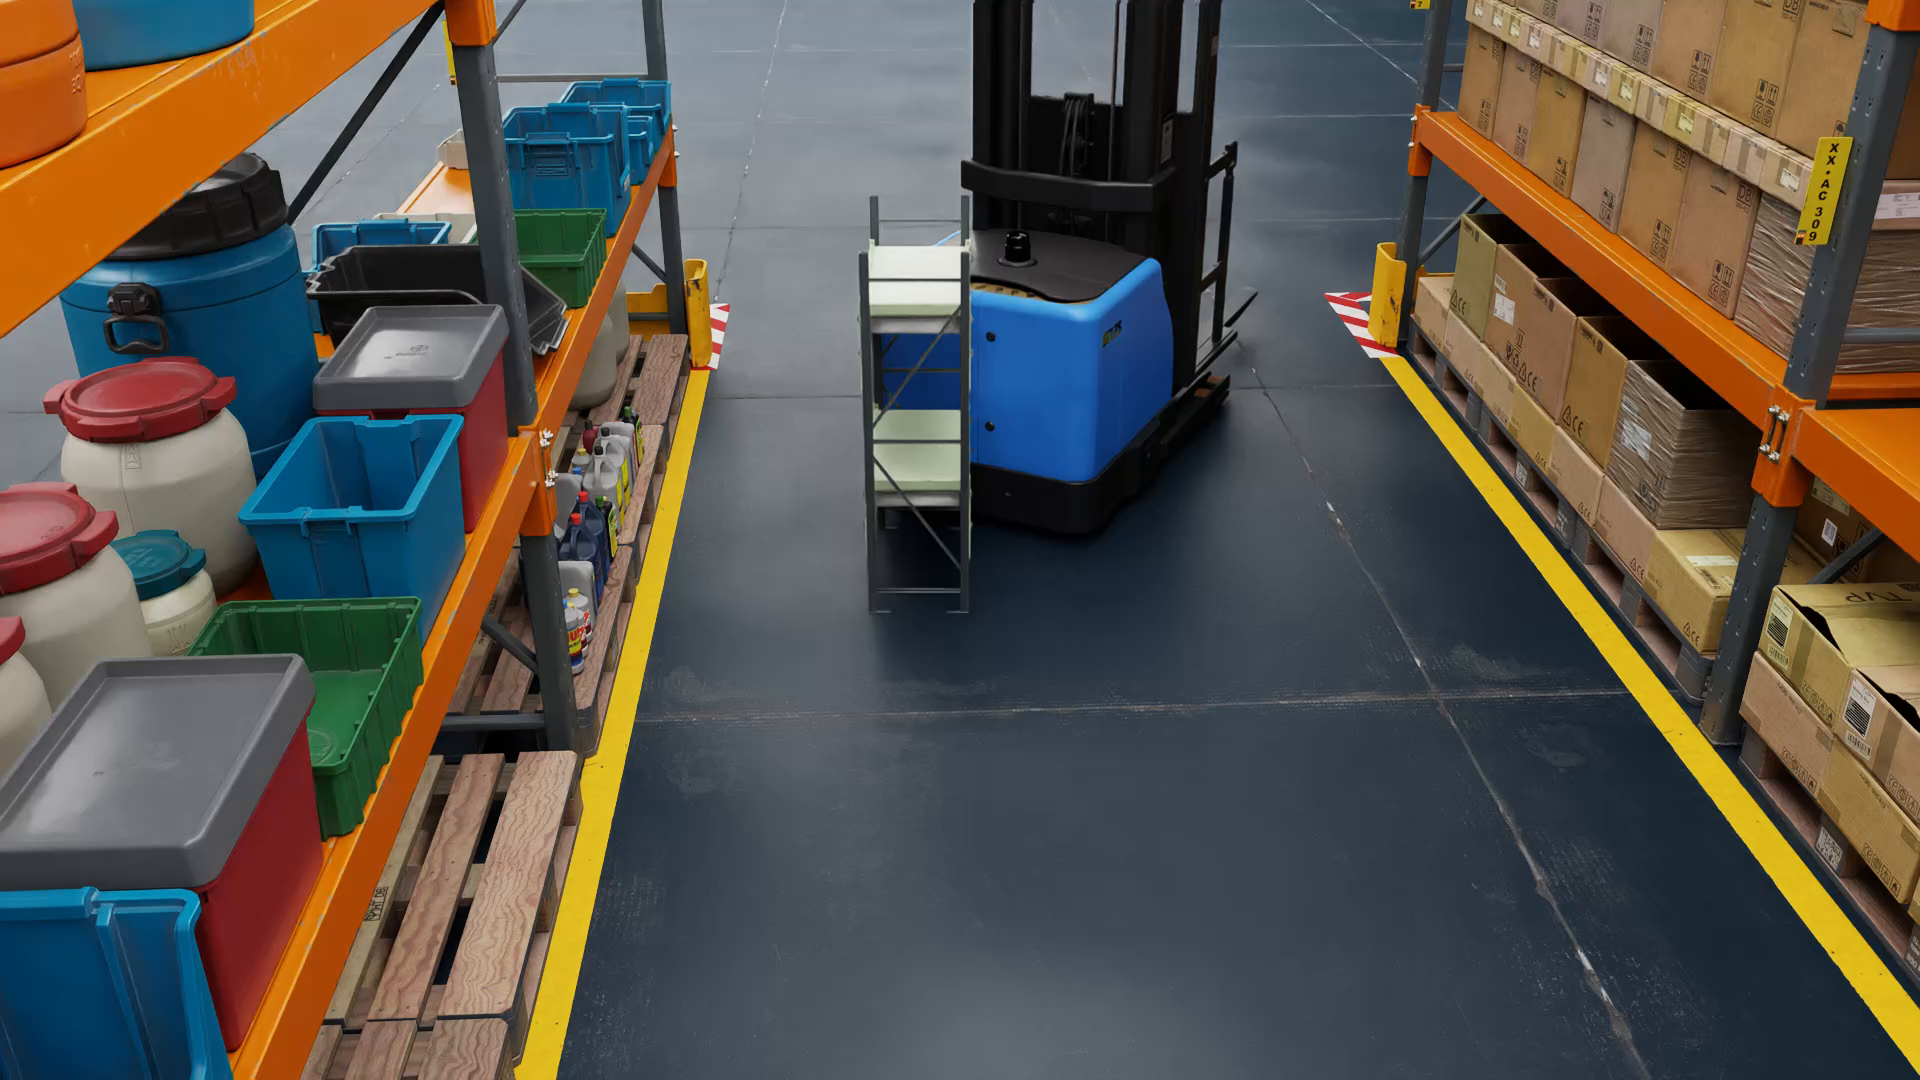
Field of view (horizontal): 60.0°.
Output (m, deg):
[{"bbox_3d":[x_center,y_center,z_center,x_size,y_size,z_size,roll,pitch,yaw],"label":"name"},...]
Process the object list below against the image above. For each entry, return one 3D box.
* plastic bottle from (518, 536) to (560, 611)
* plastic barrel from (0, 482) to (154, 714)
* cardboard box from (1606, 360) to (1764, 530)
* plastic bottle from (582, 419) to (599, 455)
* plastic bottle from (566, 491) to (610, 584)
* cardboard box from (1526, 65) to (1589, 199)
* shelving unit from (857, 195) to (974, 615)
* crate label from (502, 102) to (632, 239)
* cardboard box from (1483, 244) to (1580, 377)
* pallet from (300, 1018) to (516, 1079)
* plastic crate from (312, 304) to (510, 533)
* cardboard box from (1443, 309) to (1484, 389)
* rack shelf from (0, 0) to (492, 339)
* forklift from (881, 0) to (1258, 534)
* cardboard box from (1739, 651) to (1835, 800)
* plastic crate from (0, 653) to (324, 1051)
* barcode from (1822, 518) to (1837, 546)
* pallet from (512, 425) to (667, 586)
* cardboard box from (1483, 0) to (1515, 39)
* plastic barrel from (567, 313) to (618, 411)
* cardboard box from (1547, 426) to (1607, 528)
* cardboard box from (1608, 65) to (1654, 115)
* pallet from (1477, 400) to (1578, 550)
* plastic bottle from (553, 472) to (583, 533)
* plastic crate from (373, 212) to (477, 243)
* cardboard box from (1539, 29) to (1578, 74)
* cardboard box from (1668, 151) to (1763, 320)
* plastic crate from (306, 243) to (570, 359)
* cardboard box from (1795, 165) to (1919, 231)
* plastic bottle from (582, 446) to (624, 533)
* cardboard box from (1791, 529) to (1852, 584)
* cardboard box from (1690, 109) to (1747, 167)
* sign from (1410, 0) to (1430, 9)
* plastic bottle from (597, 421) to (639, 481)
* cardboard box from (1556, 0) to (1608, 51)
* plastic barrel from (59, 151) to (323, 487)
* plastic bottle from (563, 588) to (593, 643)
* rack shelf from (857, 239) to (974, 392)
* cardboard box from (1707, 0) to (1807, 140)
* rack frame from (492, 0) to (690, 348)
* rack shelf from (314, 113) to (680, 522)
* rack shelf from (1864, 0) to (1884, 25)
[{"bbox_3d":[-1.575,0.078,6.245,0.144,0.351,0.185,-1,28,-3],"label":"plastic bottle"},{"bbox_3d":[-1.934,0.204,3.469,0.433,0.535,0.433,0,28,0],"label":"plastic barrel"},{"bbox_3d":[2.887,-0.380,6.442,0.500,0.500,0.500,-1,28,-3],"label":"cardboard box"},{"bbox_3d":[-1.599,-0.403,7.240,0.061,0.283,0.133,-1,28,-3],"label":"plastic bottle"},{"bbox_3d":[-1.441,-0.013,6.419,0.144,0.351,0.185,-3,28,-5],"label":"plastic bottle"},{"bbox_3d":[2.999,-1.844,7.433,0.700,0.500,0.500,-1,28,-2],"label":"cardboard box"},{"bbox_3d":[-0.163,-0.541,6.665,0.431,1.500,0.755,0,28,0],"label":"shelving unit"},{"bbox_3d":[-1.646,-1.542,6.924,0.502,0.435,0.616,-1,28,-3],"label":"crate label"},{"bbox_3d":[2.808,-1.072,7.770,0.500,0.500,0.500,-1,28,-3],"label":"cardboard box"},{"bbox_3d":[-1.657,1.641,3.876,1.003,0.211,1.213,-1,28,-3],"label":"pallet"},{"bbox_3d":[-1.472,-0.334,4.578,0.402,0.464,0.583,-1,28,-3],"label":"plastic crate"},{"bbox_3d":[2.770,-0.970,8.386,0.500,0.250,0.500,-1,28,-3],"label":"cardboard box"},{"bbox_3d":[-1.699,-0.609,2.709,1.077,0.370,4.000,-1,28,-3],"label":"rack shelf"},{"bbox_3d":[0.738,-1.981,7.878,1.130,2.935,3.031,13,30,23],"label":"forklift"},{"bbox_3d":[2.917,0.585,5.403,0.500,0.250,0.500,-2,28,-4],"label":"cardboard box"},{"bbox_3d":[-1.373,0.543,2.896,0.402,0.464,0.583,-1,28,-3],"label":"plastic crate"},{"bbox_3d":[2.741,-0.024,5.242,0.001,0.075,0.075,-1,28,-3],"label":"barcode"},{"bbox_3d":[-1.863,-0.162,7.332,1.003,0.211,1.213,-1,28,-3],"label":"pallet"},{"bbox_3d":[2.757,-2.511,8.011,0.380,0.149,0.250,-2,28,-4],"label":"cardboard box"},{"bbox_3d":[-1.875,-0.919,8.004,0.421,0.512,0.421,0,28,0],"label":"plastic barrel"},{"bbox_3d":[2.844,-0.278,7.058,0.500,0.250,0.500,-1,28,-3],"label":"cardboard box"},{"bbox_3d":[2.834,-1.801,6.650,0.380,0.149,0.250,-1,28,-1],"label":"cardboard box"},{"bbox_3d":[3.077,-0.337,7.667,1.003,0.211,1.213,-1,28,-3],"label":"pallet"},{"bbox_3d":[-1.610,-0.161,6.784,0.152,0.276,0.135,-1,28,-3],"label":"plastic bottle"},{"bbox_3d":[-2.141,-1.149,6.494,0.530,0.136,0.437,-1,28,-3],"label":"plastic crate"},{"bbox_3d":[2.796,-2.156,7.330,0.380,0.149,0.250,-2,28,-4],"label":"cardboard box"},{"bbox_3d":[3.080,-1.132,6.069,0.700,0.500,0.500,-2,28,-3],"label":"cardboard box"},{"bbox_3d":[-1.704,-0.739,5.491,0.767,0.338,0.504,-1,28,-3],"label":"plastic crate"},{"bbox_3d":[2.915,-1.092,5.291,0.380,0.149,0.250,-1,28,-3],"label":"cardboard box"},{"bbox_3d":[-1.463,-0.209,6.796,0.144,0.351,0.185,-2,28,-3],"label":"plastic bottle"},{"bbox_3d":[3.422,0.172,6.197,0.500,0.250,0.500,-1,28,-3],"label":"cardboard box"},{"bbox_3d":[2.874,-1.449,5.974,0.380,0.149,0.250,-1,28,-3],"label":"cardboard box"},{"bbox_3d":[2.380,-2.895,8.536,0.100,0.325,0.005,-1,28,-3],"label":"sign"},{"bbox_3d":[-1.493,-0.402,7.247,0.152,0.276,0.135,-1,28,-2],"label":"plastic bottle"},{"bbox_3d":[3.009,-2.391,7.079,0.700,0.500,0.500,-1,28,-2],"label":"cardboard box"},{"bbox_3d":[-2.086,-0.559,4.535,0.600,0.901,0.708,-1,28,-3],"label":"plastic barrel"},{"bbox_3d":[-1.393,0.272,6.035,0.097,0.201,0.097,0,28,0],"label":"plastic bottle"},{"bbox_3d":[-0.163,-0.887,6.484,0.431,0.370,0.720,0,28,0],"label":"rack shelf"},{"bbox_3d":[3.086,-1.698,5.750,0.700,0.500,0.500,-1,28,-3],"label":"cardboard box"},{"bbox_3d":[-2.012,-2.369,8.549,1.000,3.000,0.127,-1,28,-3],"label":"rack frame"},{"bbox_3d":[-1.908,-1.127,6.944,1.077,0.370,4.000,-1,28,-3],"label":"rack shelf"},{"bbox_3d":[3.039,-2.575,6.477,1.077,0.370,4.000,-1,28,-3],"label":"rack shelf"}]
